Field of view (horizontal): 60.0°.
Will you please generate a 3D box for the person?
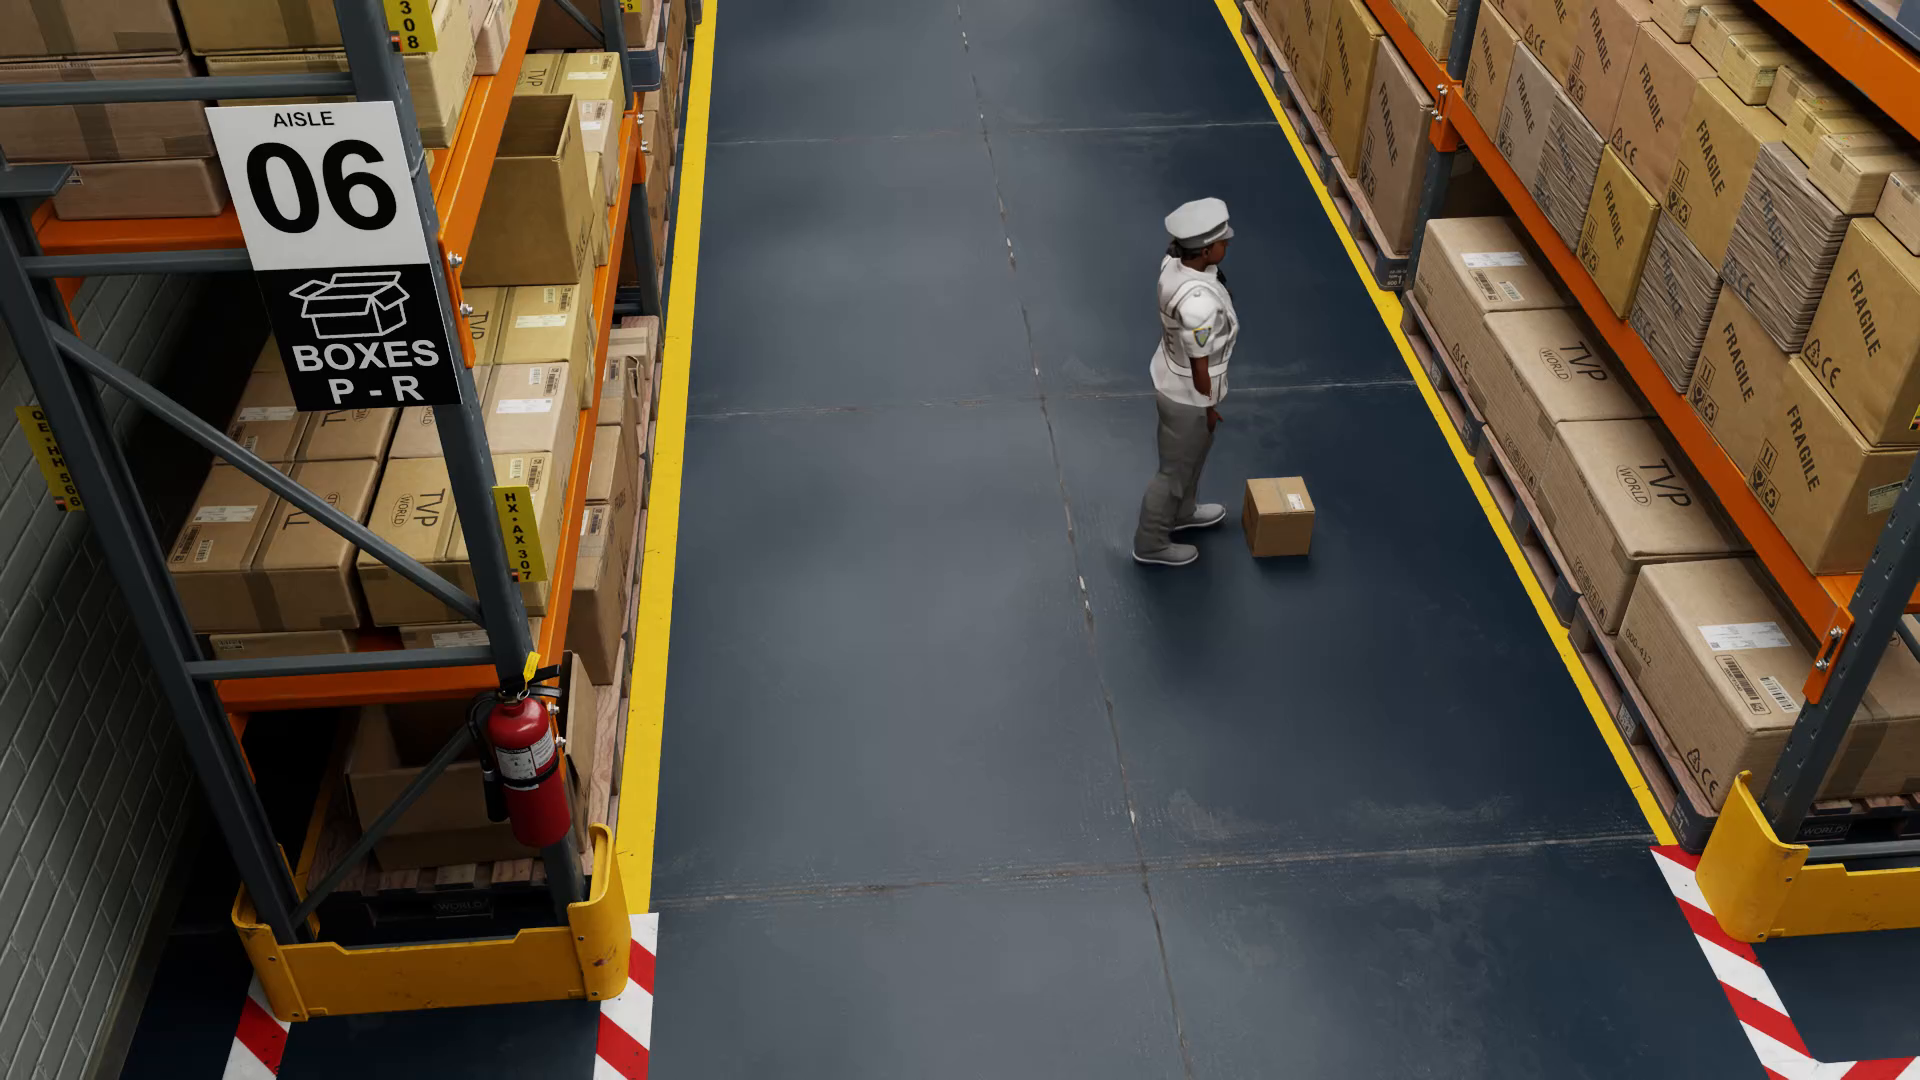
[{"bbox_3d":[0.982,-0.638,6.924,0.454,1.683,0.439,-2,39,-2],"label":"person"}]
